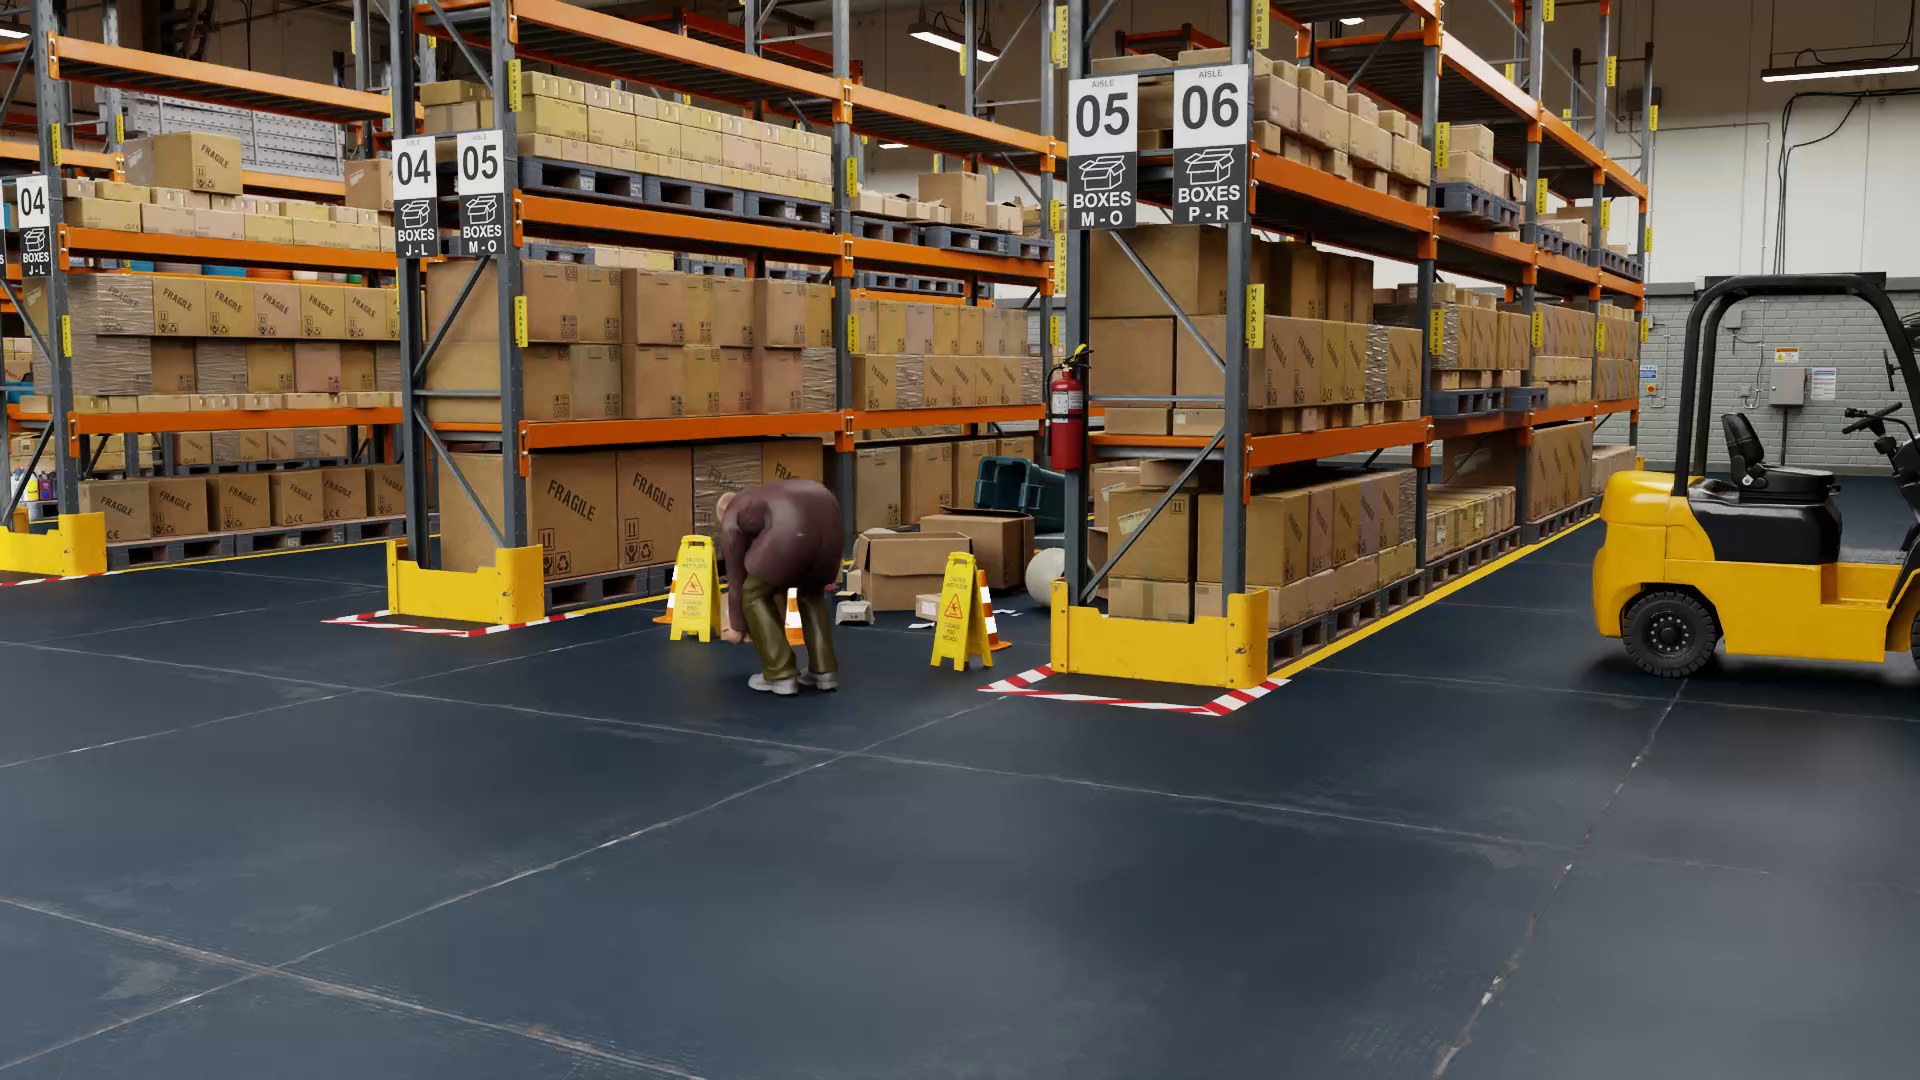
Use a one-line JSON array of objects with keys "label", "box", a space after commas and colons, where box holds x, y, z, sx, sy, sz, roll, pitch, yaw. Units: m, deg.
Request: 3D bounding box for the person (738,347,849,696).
[{"label": "person", "box": [-0.862, -0.100, 8.559, 0.643, 1.772, 0.429, -5, 7, -38]}]
